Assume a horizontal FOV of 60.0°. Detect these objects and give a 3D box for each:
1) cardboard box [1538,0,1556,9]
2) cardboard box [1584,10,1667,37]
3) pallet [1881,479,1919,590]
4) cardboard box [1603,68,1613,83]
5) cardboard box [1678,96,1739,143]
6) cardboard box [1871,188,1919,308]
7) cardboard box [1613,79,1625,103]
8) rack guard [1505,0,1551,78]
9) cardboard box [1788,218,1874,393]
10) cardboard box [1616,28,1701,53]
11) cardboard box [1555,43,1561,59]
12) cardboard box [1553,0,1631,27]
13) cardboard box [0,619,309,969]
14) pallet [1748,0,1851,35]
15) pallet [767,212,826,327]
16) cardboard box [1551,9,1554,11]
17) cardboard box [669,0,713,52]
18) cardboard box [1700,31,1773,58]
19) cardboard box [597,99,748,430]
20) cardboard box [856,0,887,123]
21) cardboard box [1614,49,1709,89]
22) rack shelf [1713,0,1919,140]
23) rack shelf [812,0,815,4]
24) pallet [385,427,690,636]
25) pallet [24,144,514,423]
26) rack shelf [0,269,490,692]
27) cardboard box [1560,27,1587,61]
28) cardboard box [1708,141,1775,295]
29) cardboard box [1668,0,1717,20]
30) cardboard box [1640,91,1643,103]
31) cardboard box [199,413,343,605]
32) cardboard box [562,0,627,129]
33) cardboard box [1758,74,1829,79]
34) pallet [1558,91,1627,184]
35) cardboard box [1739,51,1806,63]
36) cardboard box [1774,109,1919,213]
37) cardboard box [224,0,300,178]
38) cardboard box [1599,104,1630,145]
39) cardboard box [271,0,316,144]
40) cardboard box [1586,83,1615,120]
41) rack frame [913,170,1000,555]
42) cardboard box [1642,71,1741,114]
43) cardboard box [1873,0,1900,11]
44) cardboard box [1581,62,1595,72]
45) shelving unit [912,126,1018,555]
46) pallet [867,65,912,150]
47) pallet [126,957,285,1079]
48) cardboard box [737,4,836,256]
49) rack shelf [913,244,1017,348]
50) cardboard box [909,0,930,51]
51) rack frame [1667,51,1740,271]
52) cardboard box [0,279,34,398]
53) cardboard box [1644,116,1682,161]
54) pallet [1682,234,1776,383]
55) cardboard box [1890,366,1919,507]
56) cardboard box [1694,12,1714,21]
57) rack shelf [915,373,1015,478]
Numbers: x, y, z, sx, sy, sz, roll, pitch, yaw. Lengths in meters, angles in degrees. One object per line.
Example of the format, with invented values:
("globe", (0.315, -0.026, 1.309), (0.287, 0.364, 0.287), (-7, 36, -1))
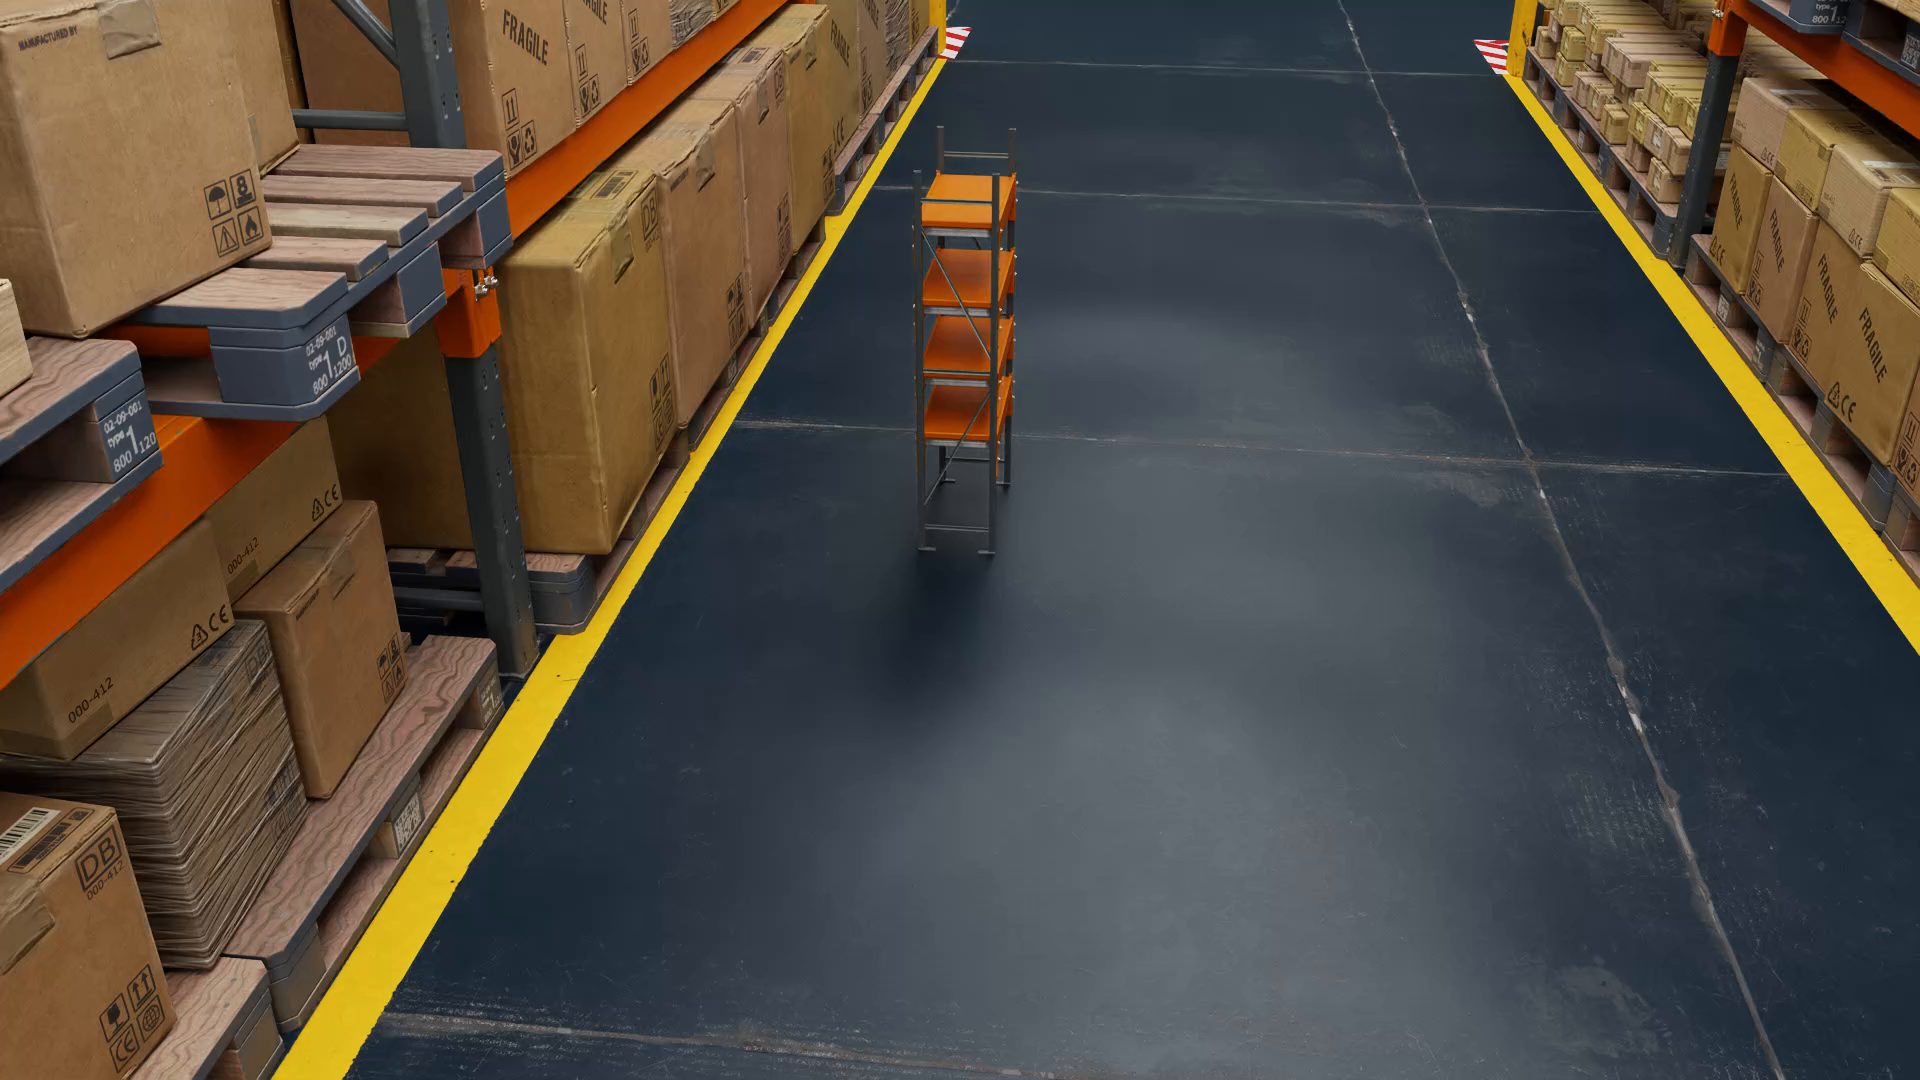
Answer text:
("cardboard box", (3.815, -3.386, 10.309), (0.380, 0.149, 0.250), (2, 28, 4))
("cardboard box", (3.751, -2.887, 9.382), (0.380, 0.149, 0.250), (4, 29, 8))
("pallet", (3.333, 0.204, 4.649), (1.003, 0.211, 1.213), (3, 28, 6))
("cardboard box", (3.796, -2.630, 9.218), (0.380, 0.149, 0.250), (5, 29, 9))
("cardboard box", (3.511, -1.913, 7.574), (0.380, 0.149, 0.250), (4, 29, 8))
("cardboard box", (3.188, -0.884, 5.131), (0.500, 0.250, 0.500), (4, 29, 7))
("cardboard box", (3.678, -2.380, 8.754), (0.380, 0.149, 0.250), (2, 28, 4))
("rack guard", (4.207, -3.285, 10.821), (1.175, 0.500, 0.348), (3, 28, 6))
("cardboard box", (3.258, -0.794, 5.754), (0.500, 0.500, 0.500), (4, 29, 7))
("cardboard box", (3.737, -2.642, 8.927), (0.380, 0.149, 0.250), (3, 29, 6))
("cardboard box", (3.883, -2.995, 10.211), (0.380, 0.149, 0.250), (3, 28, 6))
("cardboard box", (3.742, -3.139, 9.849), (0.380, 0.149, 0.250), (3, 28, 6))
("cardboard box", (-1.792, 0.493, 3.343), (0.700, 0.500, 0.500), (1, 28, 2))
("pallet", (3.488, -2.103, 6.193), (1.003, 0.211, 1.213), (3, 28, 6))
("pallet", (-1.204, -1.279, 7.402), (1.003, 0.211, 1.213), (3, 28, 6))
("cardboard box", (3.897, -3.251, 10.371), (0.380, 0.149, 0.250), (5, 29, 8))
("cardboard box", (-1.161, -1.968, 5.635), (0.500, 0.500, 0.500), (3, 29, 6))
("cardboard box", (4.191, -2.615, 8.877), (0.380, 0.149, 0.250), (3, 29, 6))
("cardboard box", (-1.452, -0.984, 5.711), (1.225, 0.875, 0.875), (3, 29, 6))
("cardboard box", (-0.914, -2.854, 9.182), (0.875, 0.875, 0.875), (3, 28, 6))
("cardboard box", (3.577, -2.404, 8.485), (0.380, 0.149, 0.250), (2, 28, 4))
("rack shelf", (3.481, -1.281, 5.223), (1.077, 0.370, 4.000), (3, 28, 6))
("rack shelf", (-0.939, -3.499, 9.341), (1.077, 0.370, 4.000), (3, 28, 6))
("pallet", (-1.503, -0.131, 5.270), (1.003, 0.211, 1.213), (3, 28, 6))
("pallet", (-1.656, -0.566, 3.340), (1.213, 0.211, 1.003), (3, 28, 6))
("rack shelf", (-1.919, 0.266, 2.351), (1.077, 0.370, 4.000), (3, 28, 6))
("cardboard box", (3.726, -2.890, 9.702), (0.380, 0.149, 0.250), (4, 29, 8))
("cardboard box", (3.372, -1.291, 6.676), (0.500, 0.500, 0.500), (4, 29, 8))
("cardboard box", (4.409, -3.105, 9.787), (0.380, 0.149, 0.250), (3, 28, 5))
("cardboard box", (3.613, -2.134, 8.298), (0.380, 0.149, 0.250), (4, 29, 7))
("cardboard box", (-1.727, -0.098, 3.650), (0.500, 0.250, 0.500), (4, 29, 8))
("cardboard box", (-1.284, -1.492, 4.751), (0.500, 0.500, 0.500), (3, 28, 5))
("cardboard box", (4.048, -2.129, 7.975), (0.380, 0.149, 0.250), (3, 28, 5))
("pallet", (3.920, -2.205, 9.121), (1.003, 0.211, 1.213), (3, 28, 6))
("cardboard box", (4.170, -2.368, 8.418), (0.380, 0.149, 0.250), (4, 29, 7))
("cardboard box", (3.310, -1.370, 6.033), (0.500, 0.250, 0.500), (4, 29, 8))
("cardboard box", (-1.701, -0.964, 3.329), (0.500, 0.500, 0.500), (0, 28, 0))
("cardboard box", (3.563, -2.160, 8.660), (0.380, 0.149, 0.250), (3, 28, 6))
("cardboard box", (-1.860, -1.282, 4.362), (0.500, 0.500, 0.500), (4, 29, 8))
("cardboard box", (3.658, -2.395, 9.095), (0.380, 0.149, 0.250), (3, 28, 6))
("rack frame", (-0.010, -0.491, 4.897), (0.240, 1.200, 0.015), (3, 28, 6))
("cardboard box", (3.527, -2.153, 8.020), (0.380, 0.149, 0.250), (3, 28, 6))
("cardboard box", (3.033, -1.721, 5.104), (0.380, 0.149, 0.250), (2, 28, 4))
("cardboard box", (3.783, -2.639, 9.548), (0.380, 0.149, 0.250), (3, 29, 6))
("shelving unit", (0.020, -0.606, 5.110), (0.258, 1.200, 0.503), (3, 28, 6))
("pallet", (-0.866, -2.576, 9.810), (1.003, 0.211, 1.213), (3, 28, 6))
("pallet", (-1.924, 1.176, 2.844), (1.003, 0.211, 1.213), (3, 28, 6))
("cardboard box", (-1.243, -1.822, 7.266), (1.225, 0.875, 0.875), (3, 29, 6))
("rack shelf", (0.020, -0.744, 5.036), (0.258, 0.148, 0.480), (3, 28, 6))
("cardboard box", (-0.693, -3.701, 10.755), (0.875, 0.875, 0.875), (3, 28, 6))
("rack frame", (3.726, -2.539, 6.800), (1.000, 3.000, 0.127), (3, 28, 6))
("cardboard box", (-1.611, -0.317, 2.374), (0.396, 0.266, 0.258), (3, 28, 5))
("cardboard box", (3.470, -1.894, 7.853), (0.380, 0.149, 0.250), (2, 28, 4))
("pallet", (3.632, -0.945, 6.781), (1.003, 0.211, 1.213), (3, 28, 6))
("cardboard box", (3.124, -0.310, 4.855), (0.500, 0.500, 0.500), (4, 29, 8))
("cardboard box", (4.337, -2.857, 9.327), (0.380, 0.149, 0.250), (4, 29, 8))
("rack shelf", (0.020, -0.372, 5.236), (0.258, 0.148, 0.480), (3, 28, 6))
